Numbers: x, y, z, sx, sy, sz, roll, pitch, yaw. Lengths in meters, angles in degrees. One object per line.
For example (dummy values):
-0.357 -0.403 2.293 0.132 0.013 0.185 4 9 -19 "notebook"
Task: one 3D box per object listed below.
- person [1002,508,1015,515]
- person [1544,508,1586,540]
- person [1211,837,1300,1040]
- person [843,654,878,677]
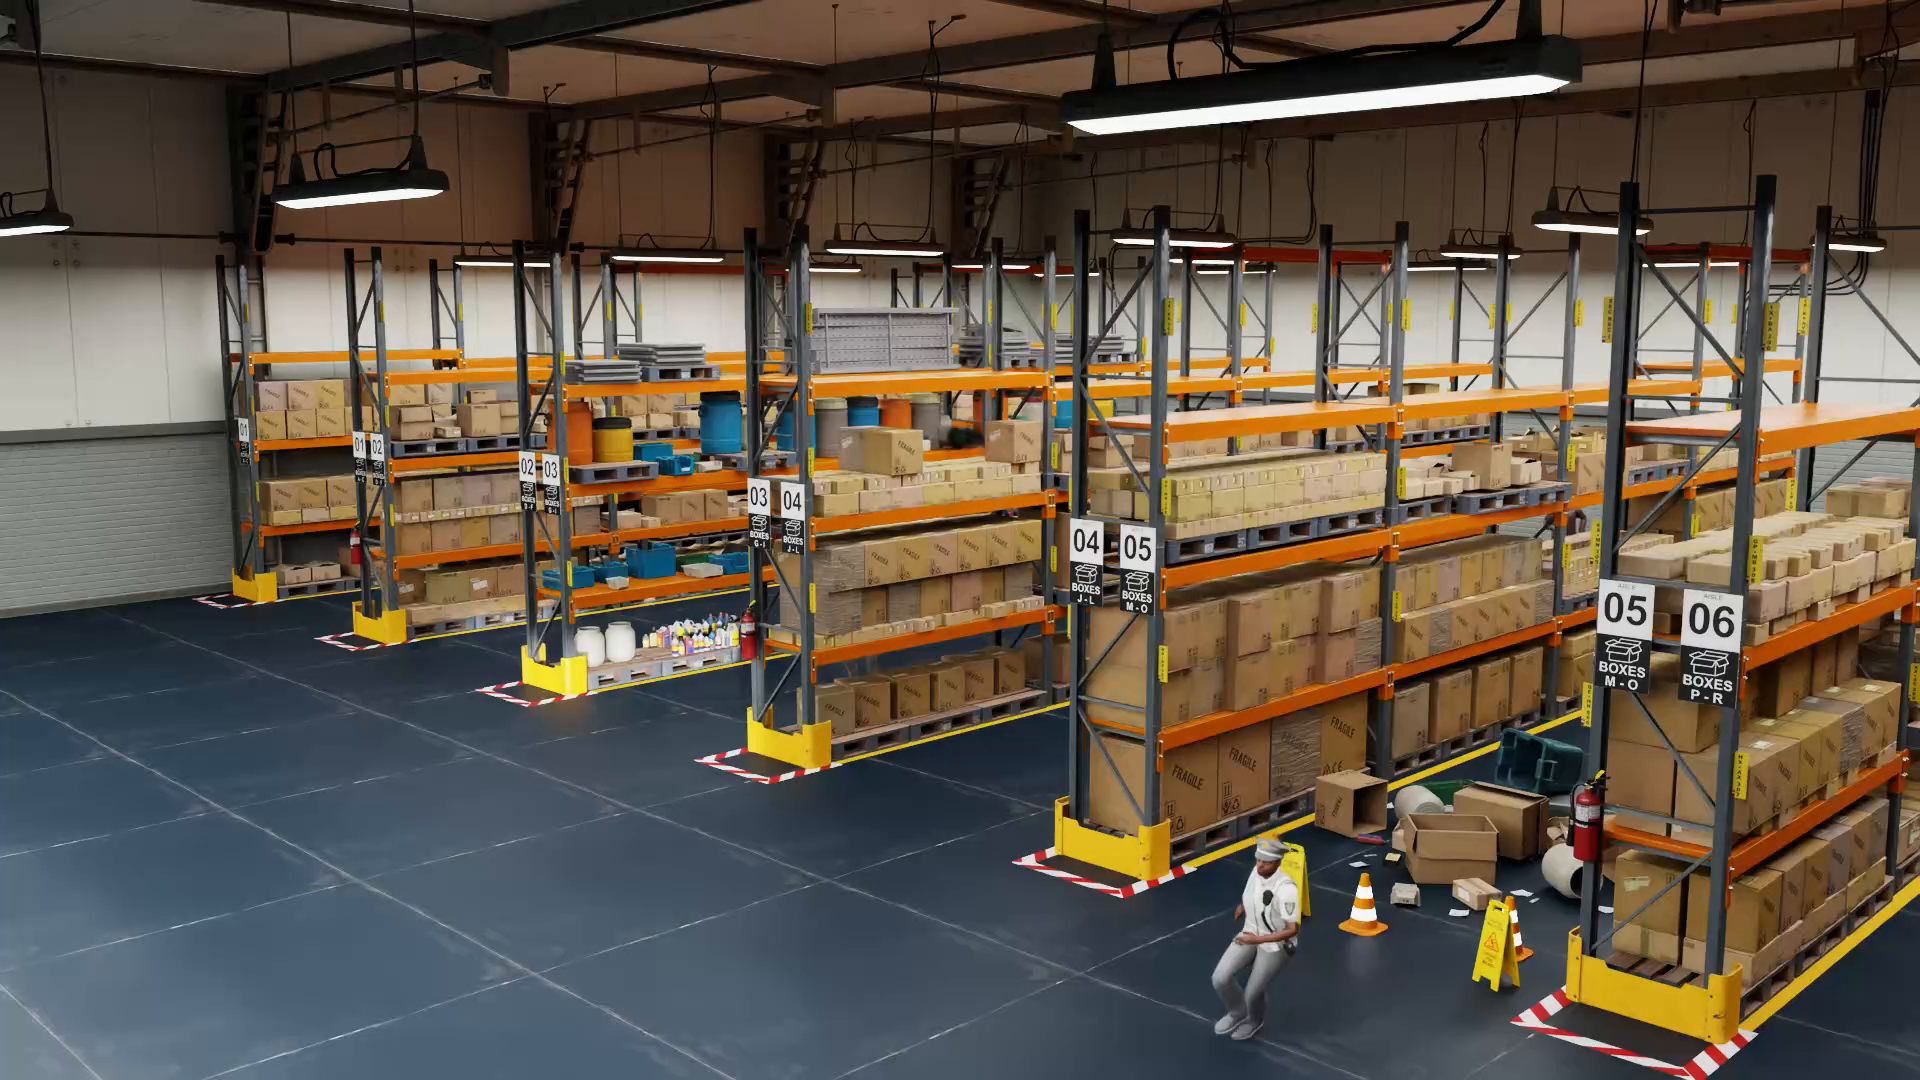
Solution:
1.106 -0.327 32.854 0.682 1.708 0.706 4 9 27 "person"
10.864 0.056 29.942 0.682 1.835 0.908 4 9 27 "person"
2.039 2.788 11.480 0.662 1.600 0.749 -8 11 -44 "person"
-1.392 1.163 22.552 0.680 1.676 0.649 0 8 0 "person"
